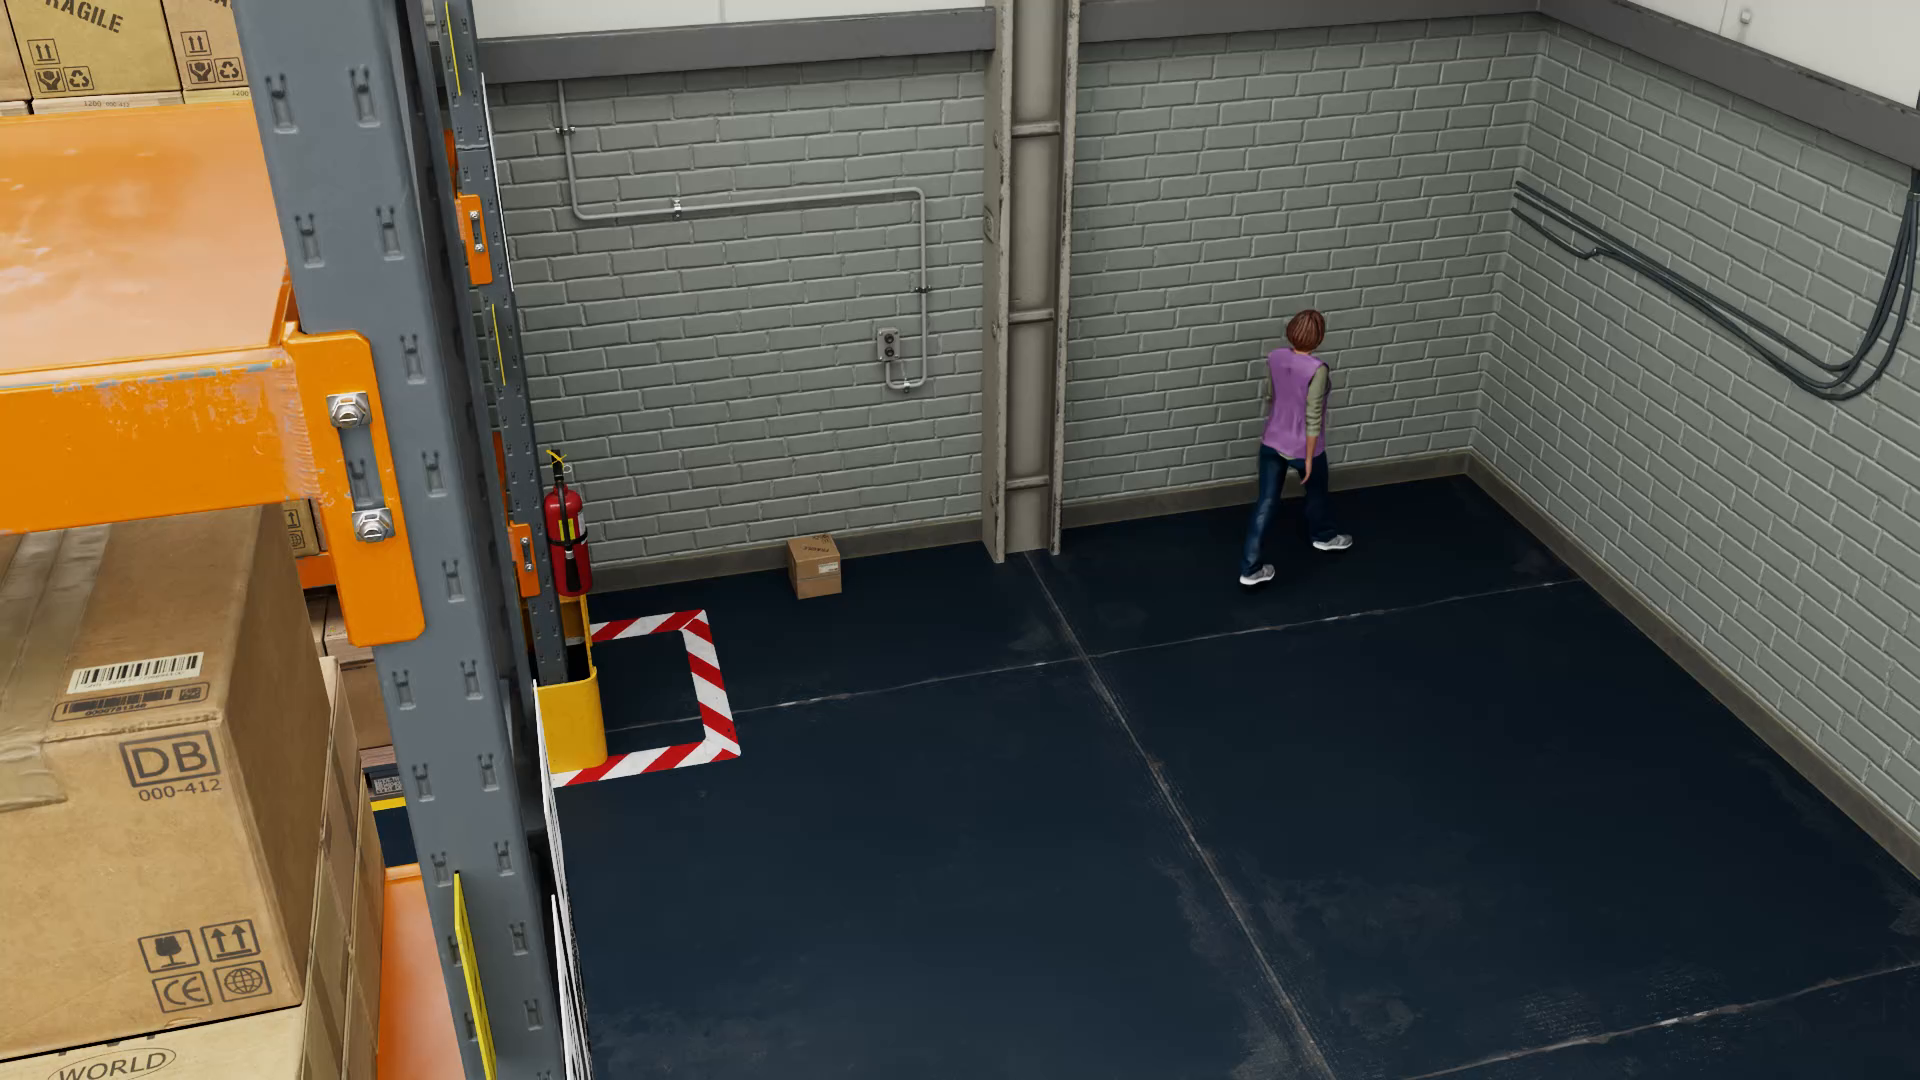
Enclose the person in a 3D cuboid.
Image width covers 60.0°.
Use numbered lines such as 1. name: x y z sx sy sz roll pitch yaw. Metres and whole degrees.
1. person: 1.847 -0.558 9.147 0.440 1.555 0.894 26 39 37
